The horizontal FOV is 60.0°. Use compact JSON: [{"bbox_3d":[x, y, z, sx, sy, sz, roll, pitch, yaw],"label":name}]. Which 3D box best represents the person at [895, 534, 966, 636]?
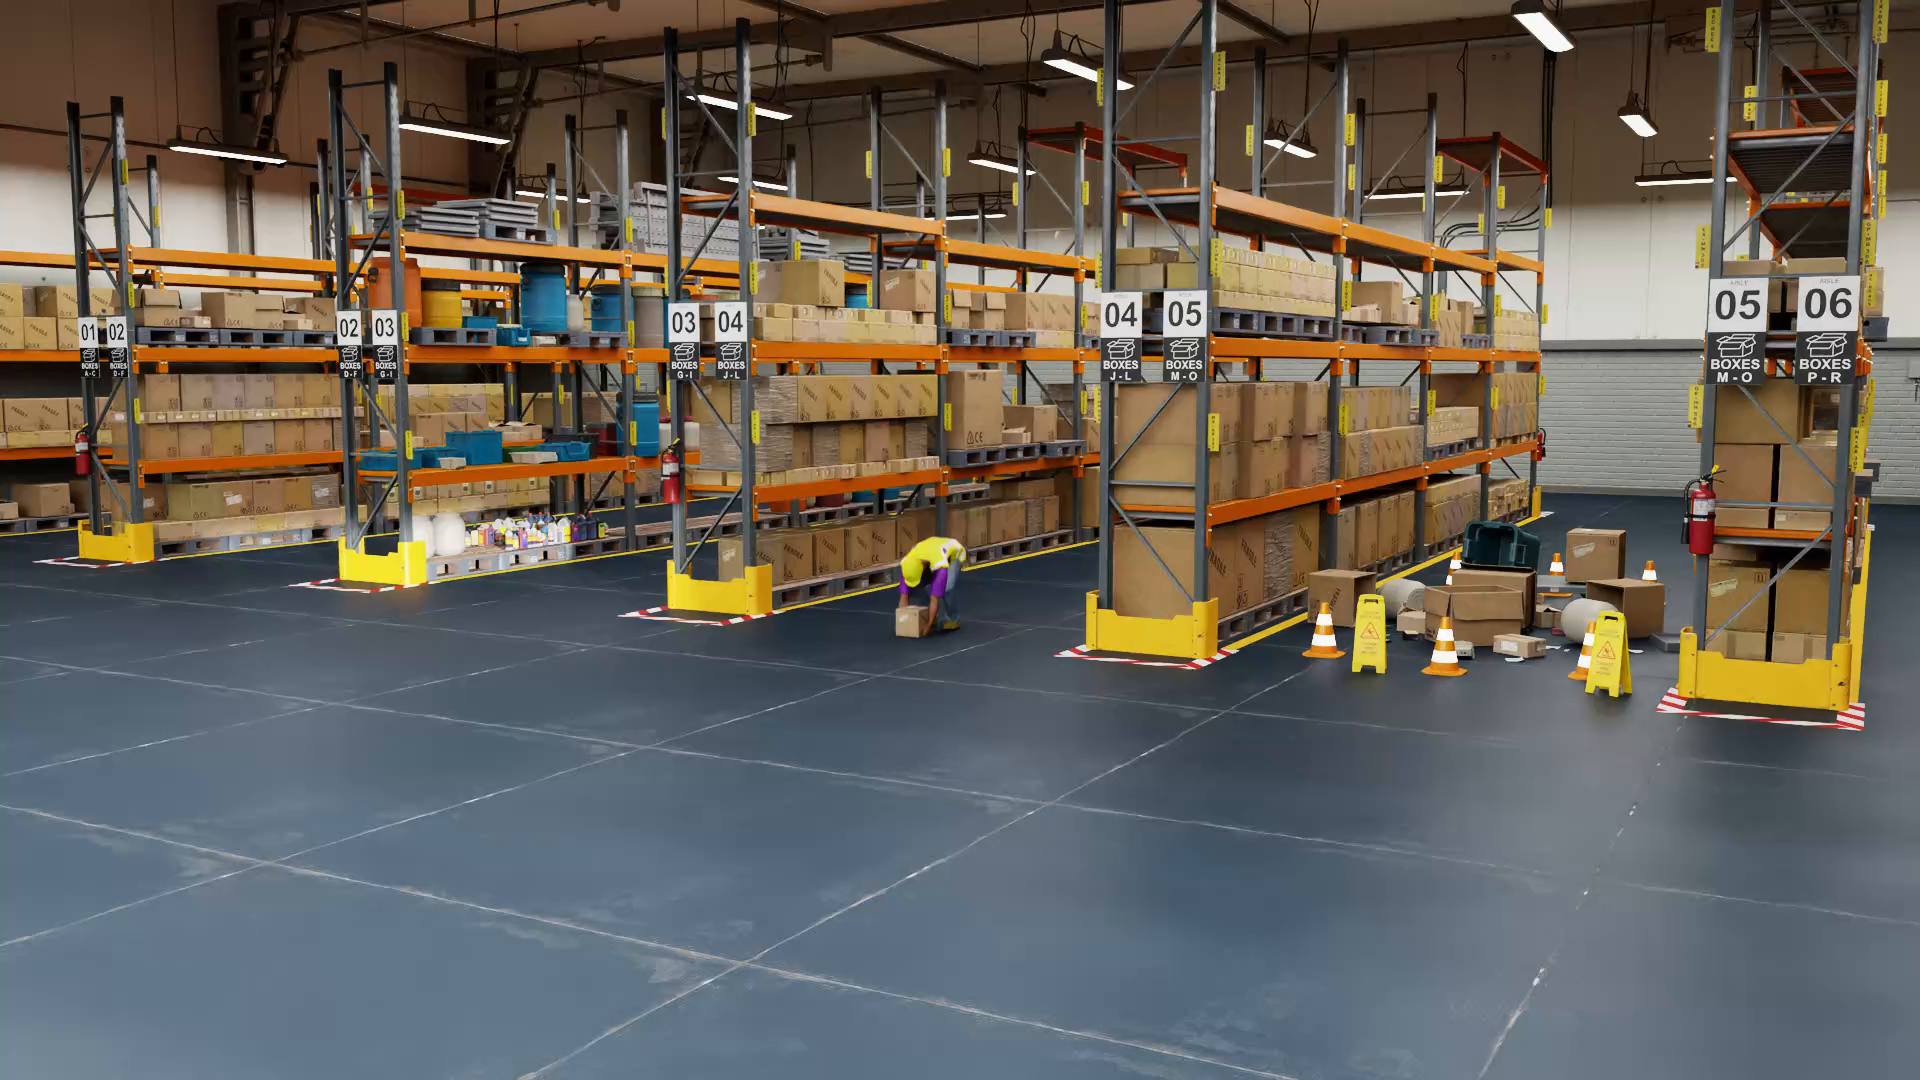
[{"bbox_3d":[-0.286,0.419,16.047,0.504,0.925,0.975,3,7,26],"label":"person"}]
